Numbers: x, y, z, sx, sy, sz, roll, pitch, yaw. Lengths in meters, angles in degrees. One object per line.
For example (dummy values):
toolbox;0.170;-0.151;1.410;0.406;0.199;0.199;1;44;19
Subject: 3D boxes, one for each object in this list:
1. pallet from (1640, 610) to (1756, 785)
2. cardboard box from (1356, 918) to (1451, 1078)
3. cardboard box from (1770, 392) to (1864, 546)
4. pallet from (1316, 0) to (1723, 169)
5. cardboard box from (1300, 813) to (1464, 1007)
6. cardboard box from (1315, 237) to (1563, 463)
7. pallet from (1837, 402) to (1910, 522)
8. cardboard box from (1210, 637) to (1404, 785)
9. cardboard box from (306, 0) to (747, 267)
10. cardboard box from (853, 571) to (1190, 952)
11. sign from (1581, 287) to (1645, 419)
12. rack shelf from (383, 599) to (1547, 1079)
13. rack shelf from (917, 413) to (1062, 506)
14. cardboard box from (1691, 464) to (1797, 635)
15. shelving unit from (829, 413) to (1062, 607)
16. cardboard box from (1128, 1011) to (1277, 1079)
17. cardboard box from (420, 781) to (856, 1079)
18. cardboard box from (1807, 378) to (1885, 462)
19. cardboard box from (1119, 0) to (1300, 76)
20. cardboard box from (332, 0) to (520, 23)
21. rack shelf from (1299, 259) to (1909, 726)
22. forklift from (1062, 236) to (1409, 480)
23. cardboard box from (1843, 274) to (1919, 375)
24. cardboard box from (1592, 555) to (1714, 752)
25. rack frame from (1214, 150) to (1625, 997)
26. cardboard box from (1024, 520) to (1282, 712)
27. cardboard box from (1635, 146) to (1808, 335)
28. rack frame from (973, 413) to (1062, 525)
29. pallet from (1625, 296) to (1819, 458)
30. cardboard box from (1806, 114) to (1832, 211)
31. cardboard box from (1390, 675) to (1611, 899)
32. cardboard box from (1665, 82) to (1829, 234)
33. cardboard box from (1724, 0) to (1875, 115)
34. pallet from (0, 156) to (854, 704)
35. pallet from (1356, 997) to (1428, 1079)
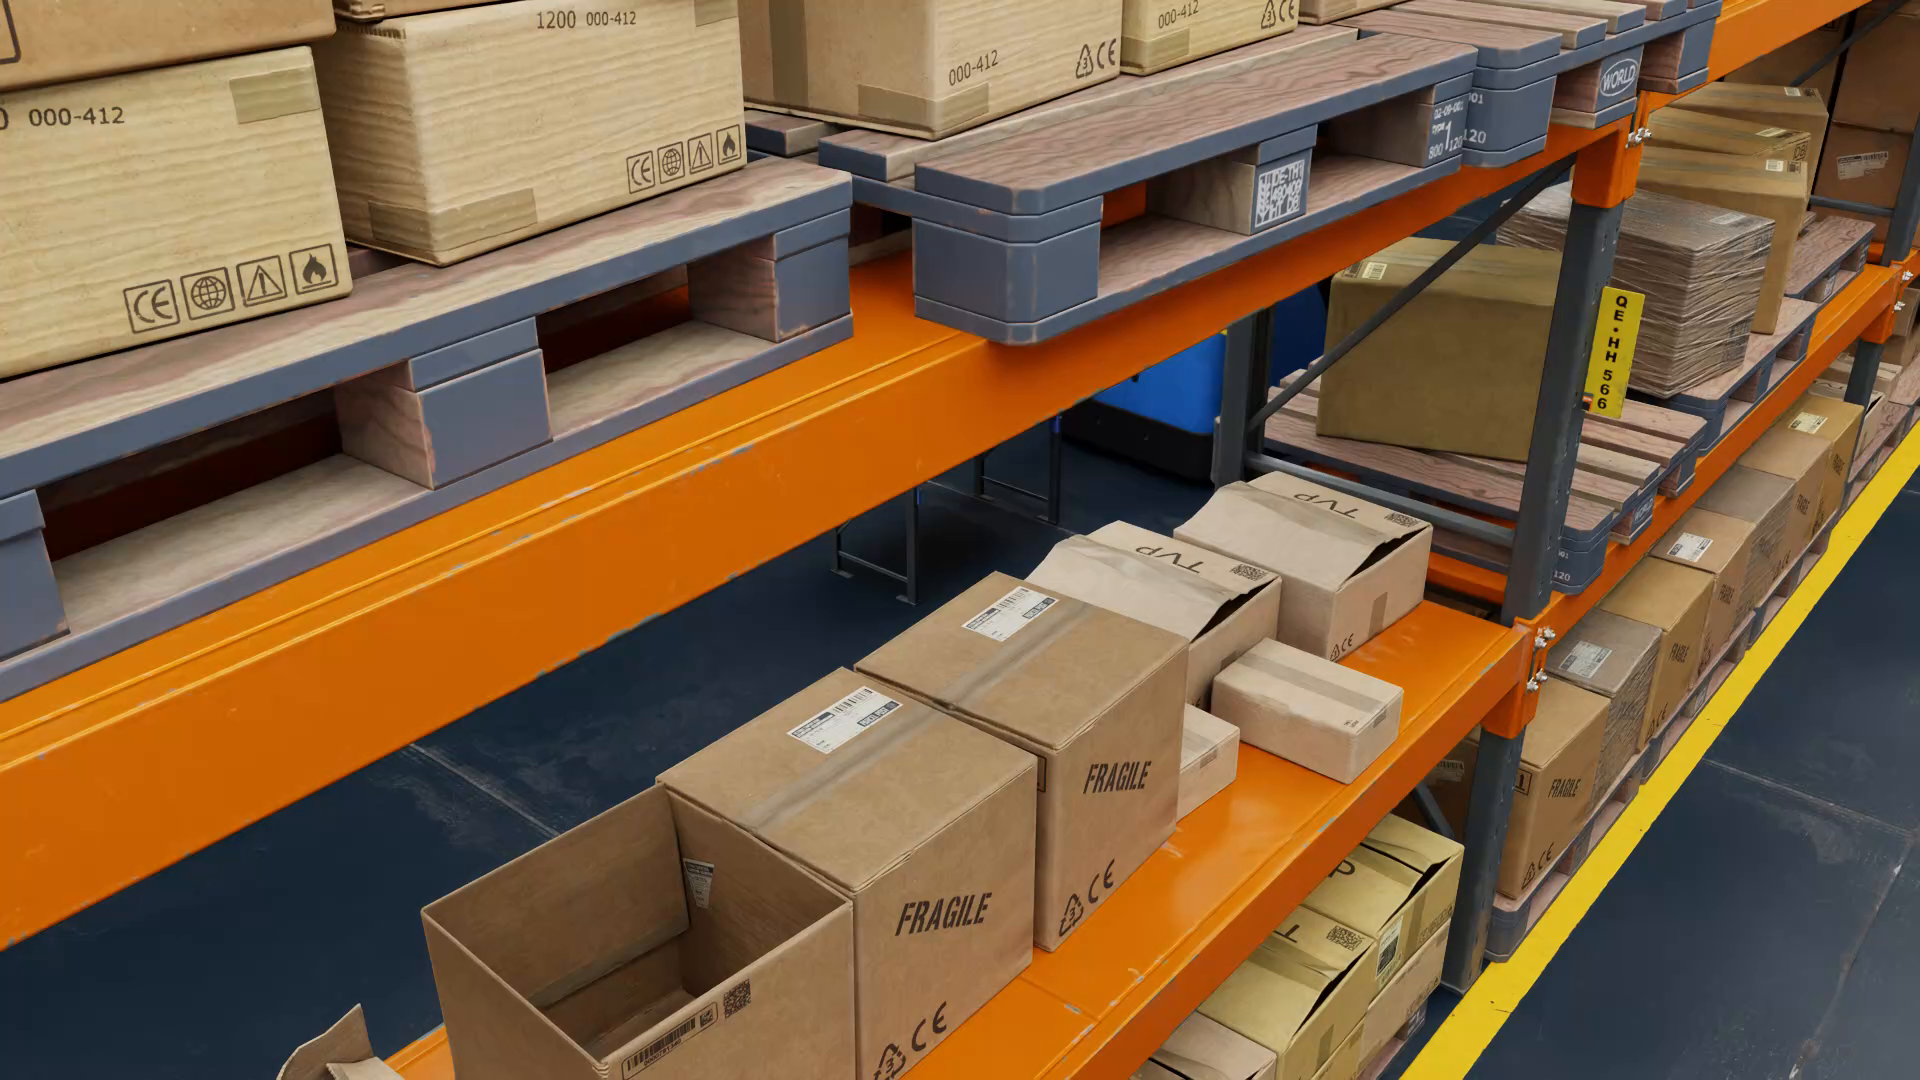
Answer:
pallet;2.465;0.446;6.659;1.003;0.211;1.213;21;34;34
cardboard box;1.038;1.184;4.732;0.500;0.250;0.500;22;34;36
cardboard box;3.636;-0.353;7.410;0.500;0.500;0.500;21;34;34
pallet;0.822;-1.090;3.534;1.213;0.211;1.003;23;35;37
cardboard box;1.042;0.935;4.604;0.500;0.311;0.500;22;34;36
cardboard box;1.498;-0.596;5.071;0.700;0.500;0.500;10;29;18
pallet;4.167;-0.531;8.548;1.003;0.211;1.213;21;34;34
cardboard box;0.826;0.403;3.980;0.380;0.149;0.250;21;34;34
cardboard box;-0.613;-0.554;1.997;0.500;0.250;0.500;17;32;30
cardboard box;0.130;0.447;3.513;0.500;0.500;0.500;19;33;32
sign;1.615;-0.462;4.118;0.100;0.325;0.005;21;34;34
rack shelf;-0.087;0.920;3.490;1.077;0.370;4.000;21;34;34
rack shelf;-0.054;-0.476;7.430;0.538;0.185;1.000;21;34;34
cardboard box;2.996;-0.003;6.732;0.500;0.500;0.500;21;34;35
shelving unit;-0.054;-0.636;7.347;0.538;1.500;1.048;21;34;34
cardboard box;0.393;1.299;3.899;0.500;0.311;0.500;20;34;34
cardboard box;-0.523;0.811;2.809;0.500;0.500;0.500;24;36;38
cardboard box;4.163;-0.613;8.119;0.500;0.311;0.500;21;34;34
cardboard box;0.248;-0.993;2.846;0.500;0.250;0.500;20;33;33
cardboard box;-0.592;-0.891;1.834;0.500;0.500;0.500;-25;36;-39
rack shelf;2.457;-0.498;6.231;1.077;0.370;4.000;21;34;34
forklift;1.837;-2.189;8.792;1.130;2.935;3.031;23;35;37
cardboard box;4.920;-1.281;9.200;0.797;0.503;0.637;21;34;34
cardboard box;2.347;0.365;6.022;0.500;0.500;0.500;20;34;34
rack frame;1.185;-0.109;4.695;1.000;3.000;0.127;21;34;34
cardboard box;0.467;0.192;4.212;0.500;0.311;0.500;20;34;34
cardboard box;2.653;-1.113;6.071;0.700;0.500;0.500;12;30;22
rack frame;0.269;-0.816;7.695;0.500;1.500;0.032;21;34;34
pallet;2.418;-0.714;6.075;1.003;0.211;1.213;21;34;34
cardboard box;3.849;-1.823;7.901;0.500;0.500;0.500;21;34;35
cardboard box;1.695;0.728;5.319;0.500;0.500;0.500;22;35;36
cardboard box;3.255;-1.655;7.119;0.700;0.500;0.500;9;29;18
cardboard box;3.851;-2.270;7.677;0.500;0.500;0.500;21;34;35
pallet;-0.808;-0.254;1.920;0.805;0.209;1.217;19;33;32
pallet;0.631;1.410;4.794;1.003;0.211;1.213;21;34;34
